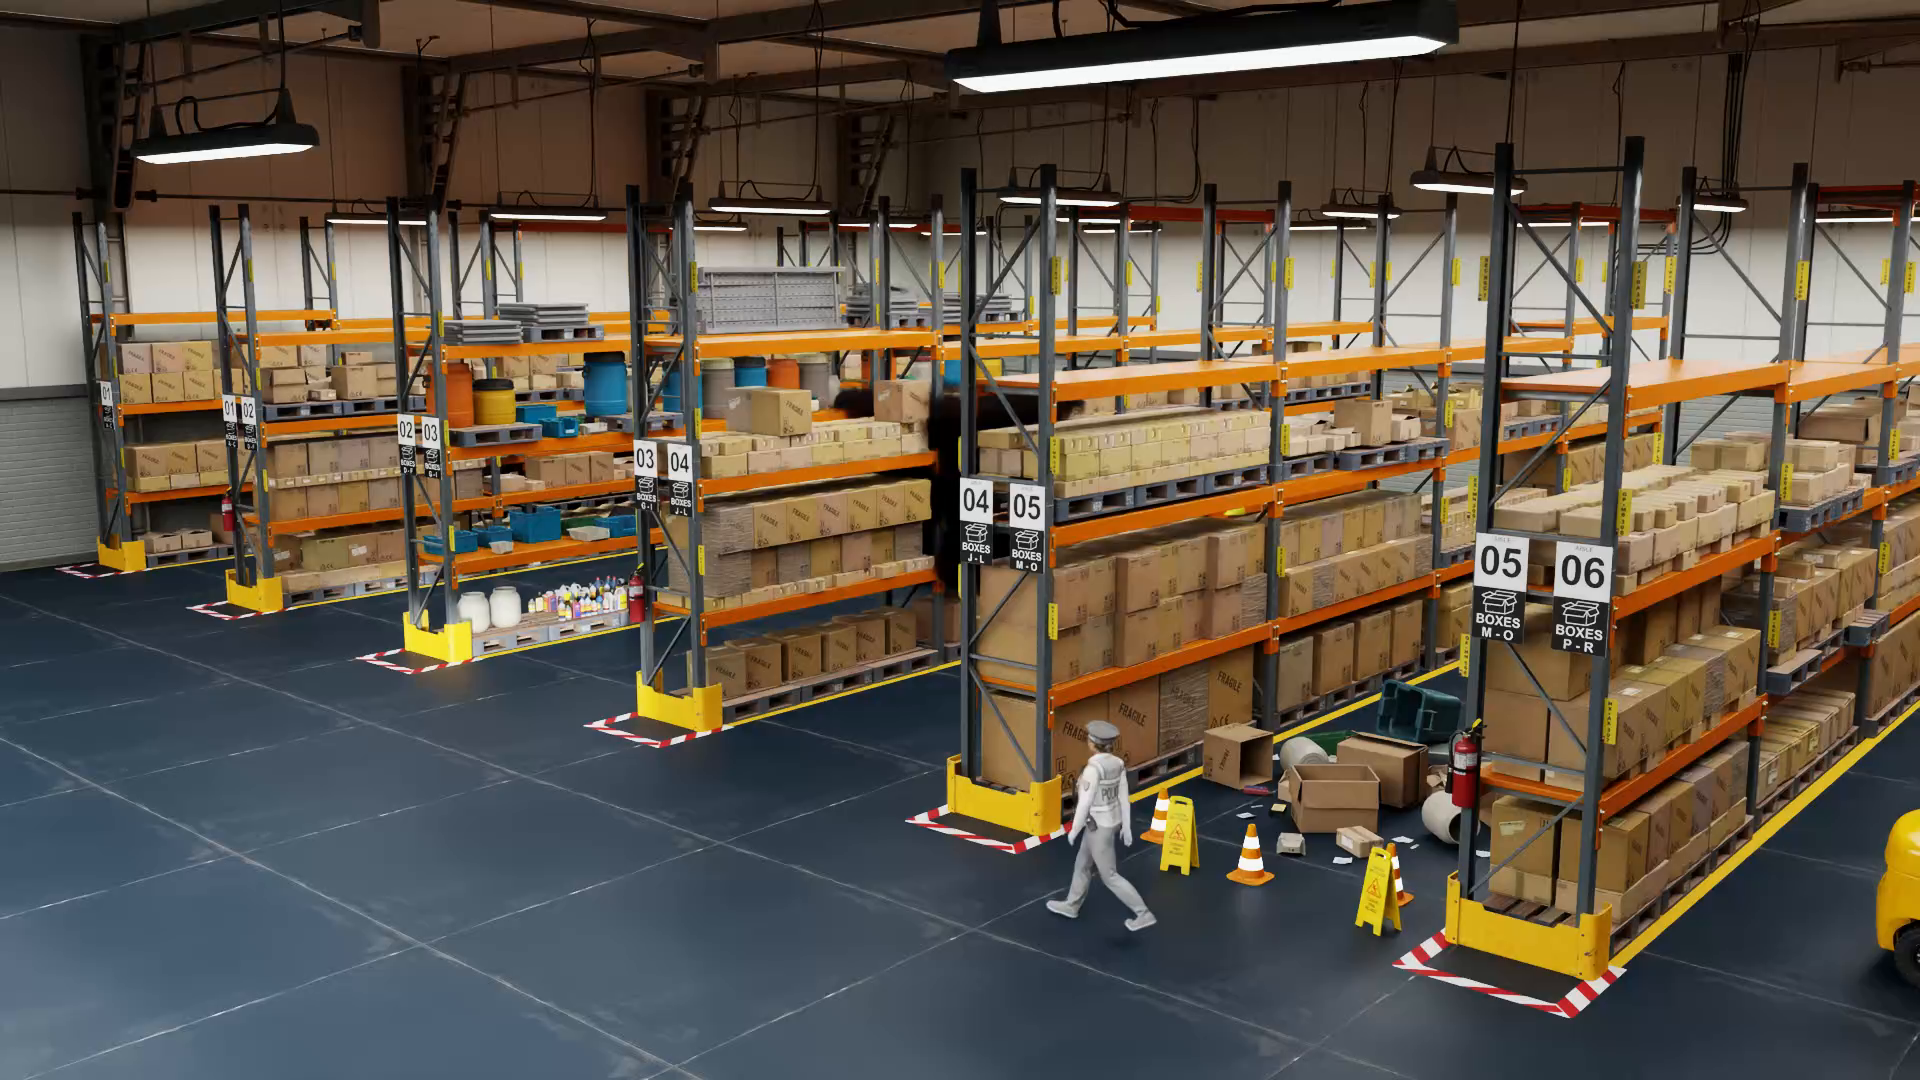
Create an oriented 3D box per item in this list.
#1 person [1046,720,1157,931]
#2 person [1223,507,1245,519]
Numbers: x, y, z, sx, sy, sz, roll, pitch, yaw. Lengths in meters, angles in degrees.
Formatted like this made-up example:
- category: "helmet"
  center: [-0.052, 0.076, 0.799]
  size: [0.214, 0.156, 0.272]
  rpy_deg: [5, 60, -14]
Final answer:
- category: "person"
  center: [1.100, 2.226, 12.947]
  size: [0.990, 1.641, 0.442]
  rpy_deg: [4, 10, 23]
- category: "person"
  center: [3.601, 0.404, 21.637]
  size: [0.364, 1.769, 0.590]
  rpy_deg: [6, 11, 31]
